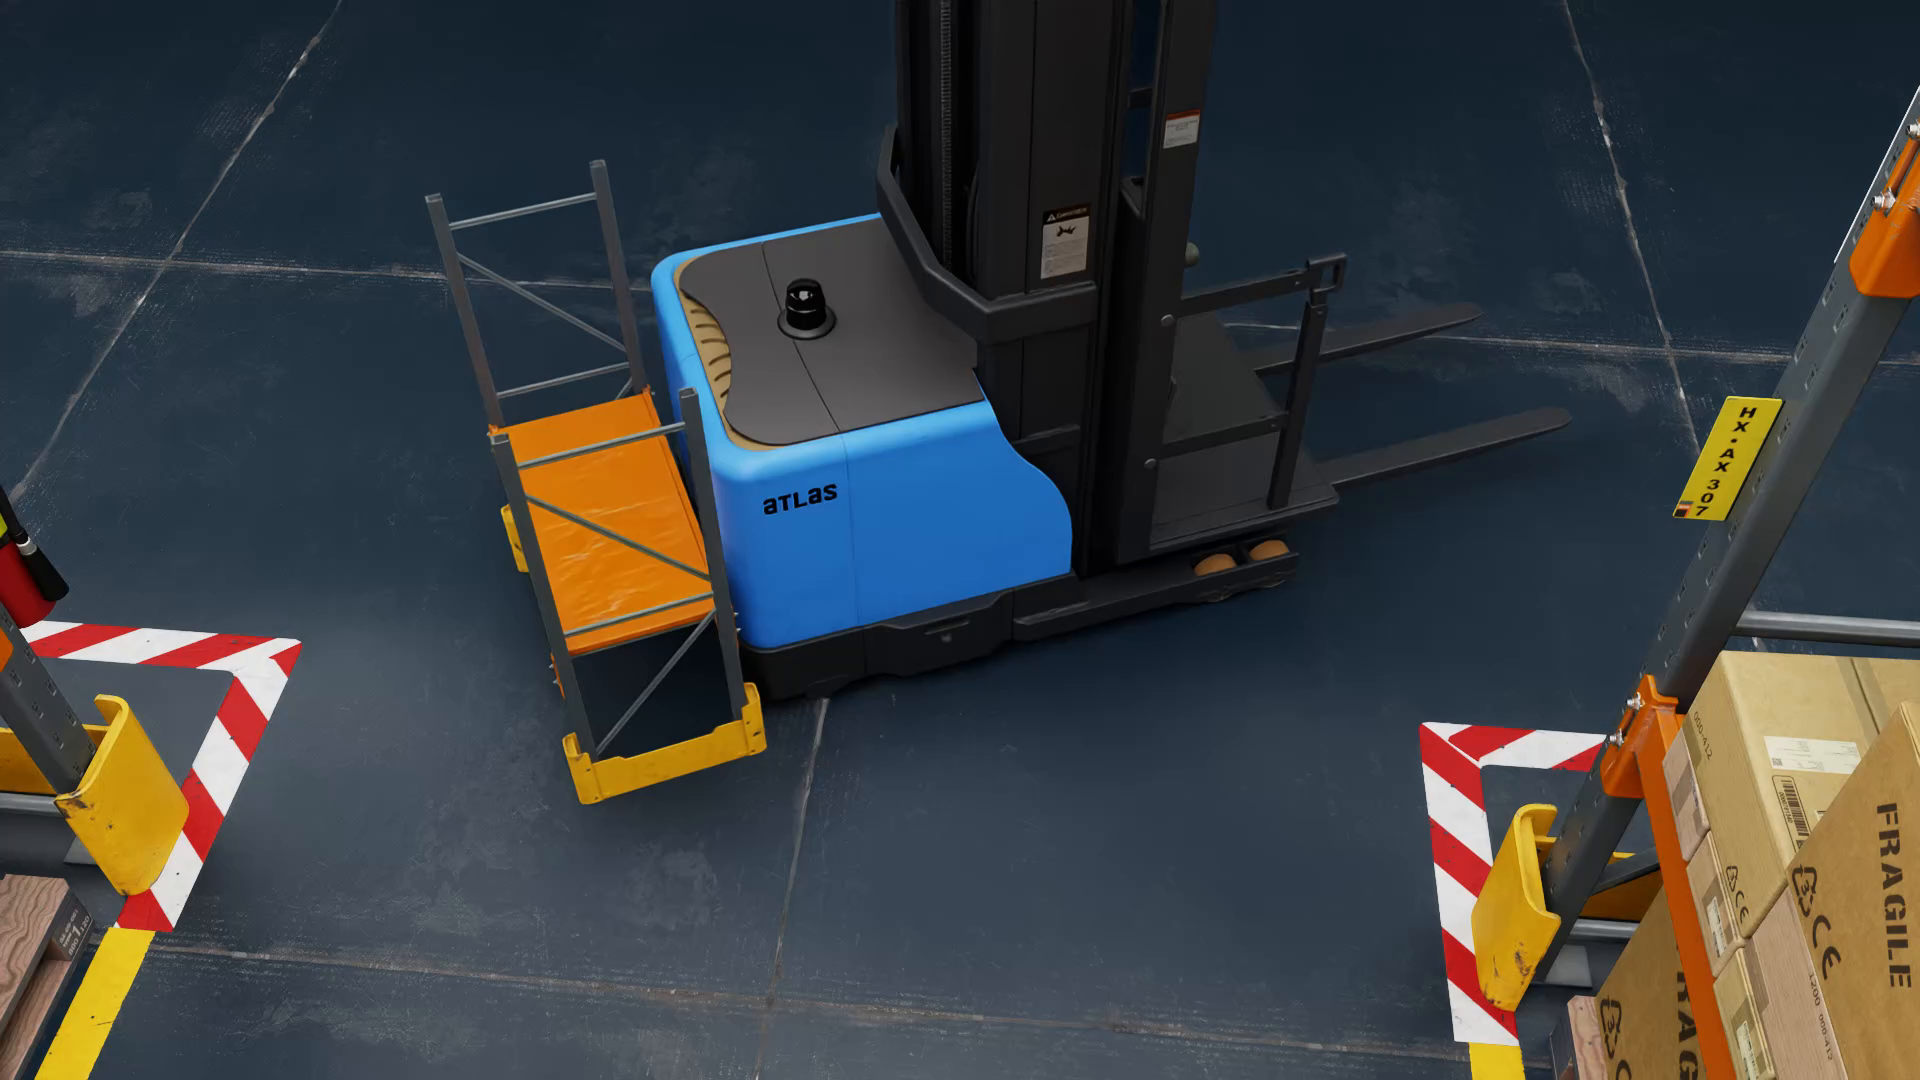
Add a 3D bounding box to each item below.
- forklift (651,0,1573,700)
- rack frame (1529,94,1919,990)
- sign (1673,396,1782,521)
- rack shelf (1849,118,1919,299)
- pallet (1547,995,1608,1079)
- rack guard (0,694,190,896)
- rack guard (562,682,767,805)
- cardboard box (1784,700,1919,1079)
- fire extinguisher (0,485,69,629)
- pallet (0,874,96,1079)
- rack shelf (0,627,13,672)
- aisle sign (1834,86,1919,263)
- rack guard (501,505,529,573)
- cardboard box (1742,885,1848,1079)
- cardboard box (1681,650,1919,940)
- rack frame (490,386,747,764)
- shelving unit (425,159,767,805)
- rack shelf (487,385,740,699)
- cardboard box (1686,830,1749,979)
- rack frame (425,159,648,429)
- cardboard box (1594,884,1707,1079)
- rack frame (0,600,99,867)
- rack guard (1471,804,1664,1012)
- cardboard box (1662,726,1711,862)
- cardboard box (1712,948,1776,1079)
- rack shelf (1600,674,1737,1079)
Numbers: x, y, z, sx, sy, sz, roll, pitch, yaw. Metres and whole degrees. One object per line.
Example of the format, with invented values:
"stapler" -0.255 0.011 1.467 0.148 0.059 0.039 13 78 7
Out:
"forklift" 0.614 -1.141 4.807 3.031 2.935 1.130 -14 49 -12
"rack frame" 2.033 0.207 3.528 1.000 3.000 0.127 4 48 4
"sign" 1.481 -0.154 3.217 0.100 0.325 0.005 4 48 4
"rack shelf" 1.851 0.907 1.342 1.077 0.370 4.000 4 48 4
"pallet" 2.038 1.741 4.015 1.003 0.211 1.213 4 48 4
"rack guard" -2.910 0.699 4.772 1.175 0.500 0.348 4 48 4
"rack guard" -0.883 0.614 5.019 0.587 0.250 0.087 -16 49 -14
"cardboard box" 1.675 0.606 2.555 0.500 0.500 0.500 3 48 3
"fire extinguisher" -2.433 -0.054 4.072 0.296 0.674 0.183 4 48 4
"pallet" -3.013 1.418 4.310 1.003 0.211 1.213 4 48 4
"rack shelf" -3.081 1.586 2.754 1.077 0.370 4.000 4 48 4
"aisle sign" 1.741 -0.743 2.635 0.394 0.787 0.004 4 48 4
"rack guard" -1.236 -0.073 5.648 0.587 0.250 0.087 -16 49 -14
"cardboard box" 1.680 0.874 2.818 0.500 0.250 0.500 3 48 3
"cardboard box" 1.721 0.492 3.167 0.500 0.250 0.500 3 48 2
"rack frame" -0.876 0.206 4.546 0.500 1.500 0.032 -16 49 -14
"shelving unit" -1.059 -0.151 4.872 0.587 1.500 1.083 -16 49 -14
"rack shelf" -1.056 -0.024 4.999 0.538 0.185 1.000 -16 49 -14
"cardboard box" 1.651 0.719 3.230 0.380 0.149 0.250 3 48 3
"rack frame" -1.236 -0.496 5.187 0.500 1.500 0.032 -16 49 -14
"cardboard box" 2.055 1.258 3.722 0.875 0.875 0.875 4 48 4
"rack frame" -2.899 -0.126 3.833 1.000 3.000 0.127 4 48 4
"rack guard" 2.036 1.033 4.466 1.175 0.500 0.348 4 48 4
"cardboard box" 1.672 0.530 3.402 0.380 0.149 0.250 4 48 4
"cardboard box" 1.628 0.907 3.058 0.380 0.149 0.250 3 48 3
"rack shelf" 1.851 1.919 2.449 1.077 0.370 4.000 4 48 4
